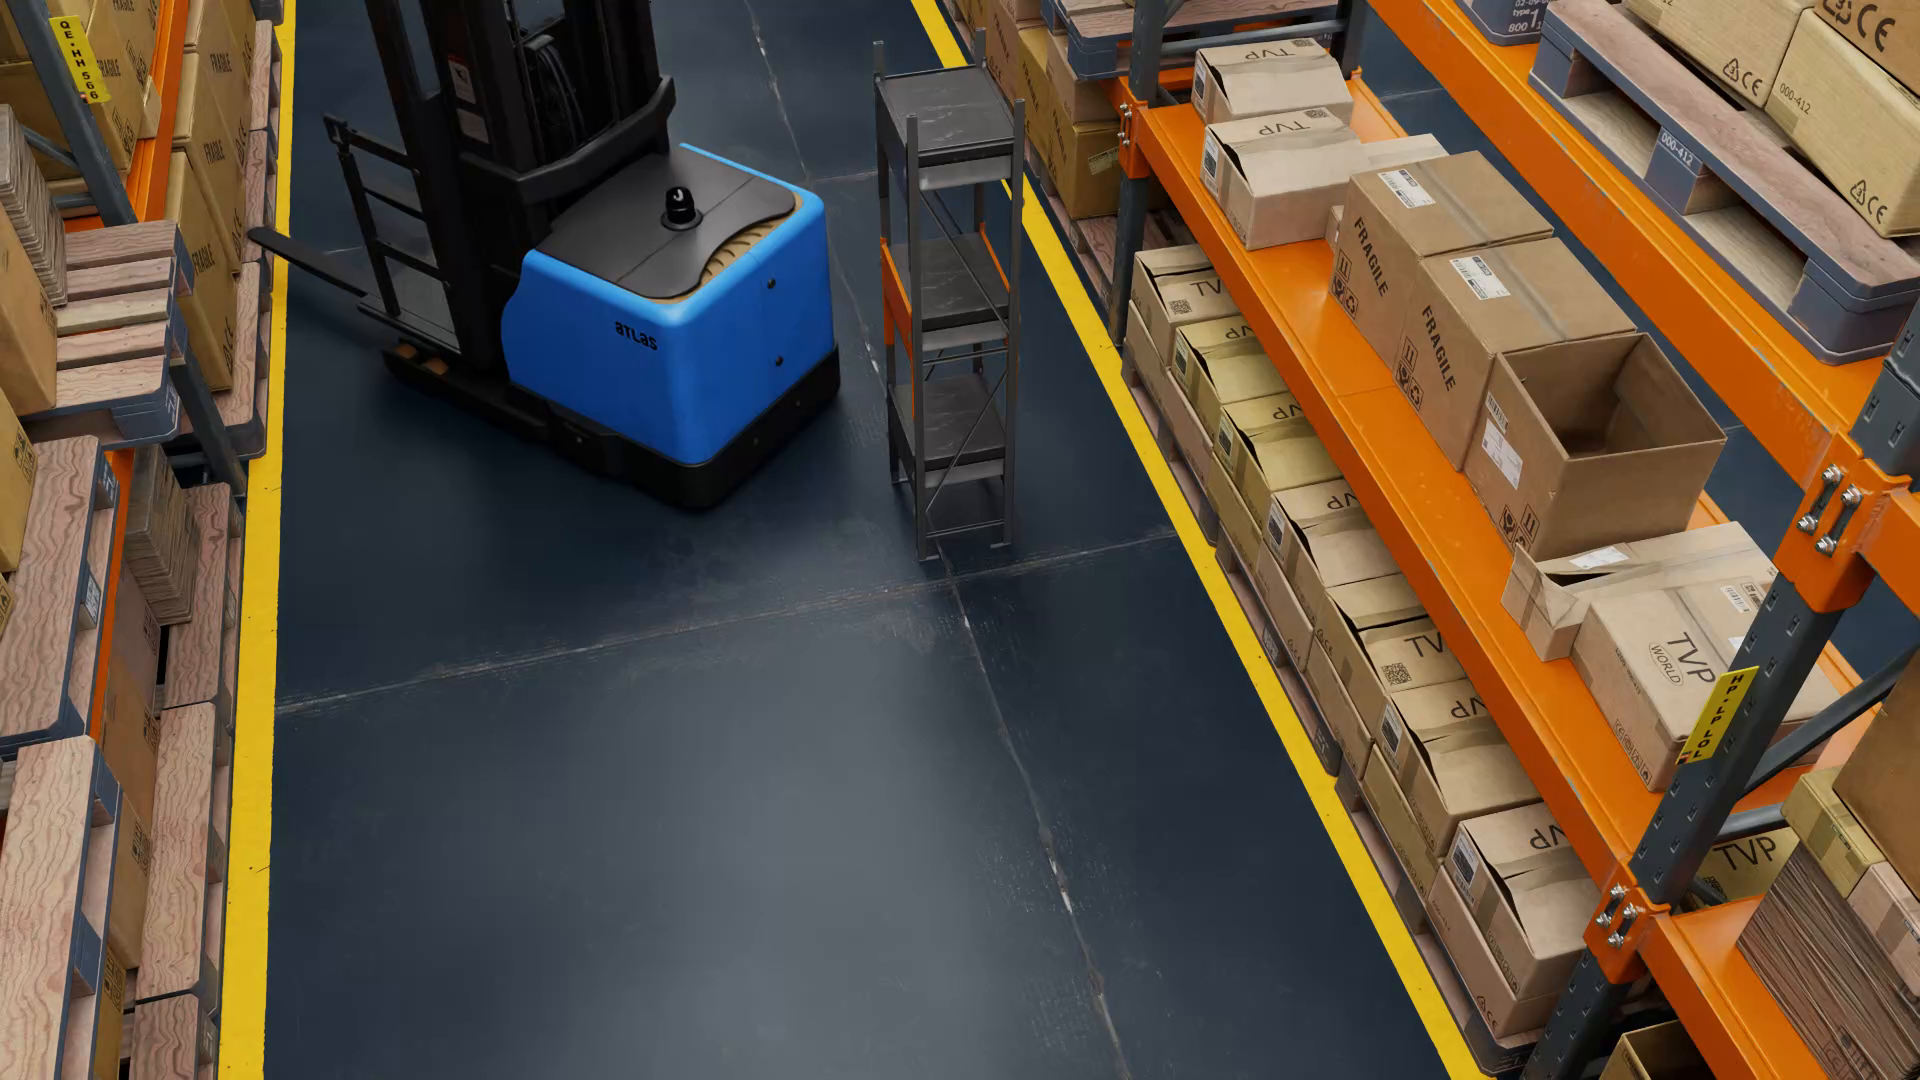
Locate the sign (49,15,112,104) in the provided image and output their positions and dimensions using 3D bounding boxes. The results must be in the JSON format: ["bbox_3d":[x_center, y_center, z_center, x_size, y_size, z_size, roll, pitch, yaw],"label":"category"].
[{"bbox_3d":[-3.058,-1.666,5.778,0.100,0.325,0.005,-11,47,-10],"label":"sign"}]

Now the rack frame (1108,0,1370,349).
[{"bbox_3d":[1.208,-2.091,6.949,1.000,3.000,0.127,-11,47,-10],"label":"rack frame"}]

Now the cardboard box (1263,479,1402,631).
[{"bbox_3d":[1.461,0.012,6.127,0.500,0.311,0.500,-11,47,-11],"label":"cardboard box"}]

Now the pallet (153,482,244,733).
[{"bbox_3d":[-3.381,0.333,6.526,1.003,0.211,1.213,-11,47,-10],"label":"pallet"}]

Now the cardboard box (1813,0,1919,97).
[{"bbox_3d":[2.112,-1.169,3.232,0.500,0.500,0.500,-10,46,-10],"label":"cardboard box"}]

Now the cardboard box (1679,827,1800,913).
[{"bbox_3d":[2.367,0.959,5.199,0.500,0.311,0.500,-11,47,-10],"label":"cardboard box"}]

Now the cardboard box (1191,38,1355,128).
[{"bbox_3d":[1.259,-1.800,6.727,0.500,0.311,0.500,-8,46,-8],"label":"cardboard box"}]

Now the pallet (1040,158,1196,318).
[{"bbox_3d":[1.053,-1.637,8.457,1.003,0.211,1.213,-11,47,-10],"label":"pallet"}]

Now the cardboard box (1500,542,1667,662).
[{"bbox_3d":[1.829,0.145,4.853,0.396,0.266,0.258,-12,47,-11],"label":"cardboard box"}]

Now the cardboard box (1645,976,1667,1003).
[{"bbox_3d":[2.368,1.163,5.392,0.500,0.250,0.500,-12,47,-11],"label":"cardboard box"}]

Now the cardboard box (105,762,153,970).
[{"bbox_3d":[-3.033,1.088,5.277,0.700,0.500,0.500,-10,46,-10],"label":"cardboard box"}]

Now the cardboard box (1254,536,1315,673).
[{"bbox_3d":[1.457,0.199,6.337,0.500,0.250,0.500,-10,46,-10],"label":"cardboard box"}]

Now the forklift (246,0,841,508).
[{"bbox_3d":[-2.059,-1.988,6.896,3.031,2.935,1.130,25,51,23],"label":"forklift"}]

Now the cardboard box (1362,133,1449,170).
[{"bbox_3d":[1.705,-1.432,6.480,0.380,0.149,0.250,-11,47,-10],"label":"cardboard box"}]

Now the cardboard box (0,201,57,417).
[{"bbox_3d":[-3.281,-0.668,5.177,0.700,0.500,0.500,-15,47,-14],"label":"cardboard box"}]

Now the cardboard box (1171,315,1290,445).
[{"bbox_3d":[1.200,-0.695,6.820,0.500,0.311,0.500,-12,47,-11],"label":"cardboard box"}]

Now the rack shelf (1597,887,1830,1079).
[{"bbox_3d":[2.744,2.304,3.147,1.077,0.370,4.000,-11,47,-10],"label":"rack shelf"}]

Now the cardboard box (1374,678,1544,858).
[{"bbox_3d":[1.712,0.705,5.448,0.500,0.311,0.500,-10,46,-9],"label":"cardboard box"}]

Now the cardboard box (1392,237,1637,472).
[{"bbox_3d":[1.788,-0.607,5.425,0.500,0.500,0.500,-11,47,-10],"label":"cardboard box"}]

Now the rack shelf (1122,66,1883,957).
[{"bbox_3d":[1.720,-0.458,5.853,1.077,0.370,4.000,-11,47,-10],"label":"rack shelf"}]

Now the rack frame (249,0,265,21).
[{"bbox_3d":[-4.604,-3.944,8.766,1.000,3.000,0.127,-11,47,-10],"label":"rack frame"}]

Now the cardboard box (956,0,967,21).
[{"bbox_3d":[0.219,-3.387,9.662,0.500,0.500,0.500,-10,46,-10],"label":"cardboard box"}]

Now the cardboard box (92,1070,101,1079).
[{"bbox_3d":[-2.761,1.795,4.584,0.700,0.500,0.500,-9,46,-9],"label":"cardboard box"}]

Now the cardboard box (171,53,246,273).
[{"bbox_3d":[-3.860,-1.715,7.792,0.750,0.750,0.750,-11,47,-11],"label":"cardboard box"}]

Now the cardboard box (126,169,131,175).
[{"bbox_3d":[-3.496,-1.547,6.578,0.380,0.149,0.250,-10,46,-10],"label":"cardboard box"}]

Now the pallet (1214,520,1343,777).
[{"bbox_3d":[1.689,0.301,6.557,1.003,0.211,1.213,-11,47,-10],"label":"pallet"}]

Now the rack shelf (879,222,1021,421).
[{"bbox_3d":[-0.042,-0.840,6.373,0.431,0.518,0.480,-11,47,-10],"label":"rack shelf"}]

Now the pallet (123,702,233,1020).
[{"bbox_3d":[-3.073,1.174,5.702,1.003,0.211,1.213,-11,47,-10],"label":"pallet"}]

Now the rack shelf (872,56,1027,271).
[{"bbox_3d":[-0.042,-1.330,5.873,0.431,0.518,0.480,-11,47,-10],"label":"rack shelf"}]

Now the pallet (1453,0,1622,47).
[{"bbox_3d":[1.757,-1.851,4.746,1.003,0.211,1.213,-9,46,-8],"label":"pallet"}]

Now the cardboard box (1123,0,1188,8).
[{"bbox_3d":[0.937,-2.687,7.170,0.700,0.500,0.500,-26,51,-23],"label":"cardboard box"}]

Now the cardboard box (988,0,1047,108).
[{"bbox_3d":[0.469,-2.691,8.980,0.500,0.500,0.500,-12,47,-12],"label":"cardboard box"}]

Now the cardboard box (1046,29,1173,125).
[{"bbox_3d":[0.723,-2.273,8.045,0.500,0.250,0.500,-9,46,-9],"label":"cardboard box"}]

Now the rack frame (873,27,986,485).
[{"bbox_3d":[-0.105,-1.018,6.528,0.400,2.100,0.015,-11,47,-10],"label":"rack frame"}]

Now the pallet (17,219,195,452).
[{"bbox_3d":[-3.295,-0.643,5.665,1.213,0.211,1.003,-11,47,-10],"label":"pallet"}]

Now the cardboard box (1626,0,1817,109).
[{"bbox_3d":[1.940,-1.279,3.865,0.500,0.250,0.500,-15,47,-14],"label":"cardboard box"}]

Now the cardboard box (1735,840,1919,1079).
[{"bbox_3d":[2.351,0.941,3.908,0.700,0.500,0.500,-12,47,-11],"label":"cardboard box"}]

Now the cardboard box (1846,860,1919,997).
[{"bbox_3d":[2.178,0.803,3.589,0.380,0.149,0.250,-10,46,-10],"label":"cardboard box"}]

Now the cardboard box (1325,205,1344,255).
[{"bbox_3d":[1.589,-1.133,6.186,0.380,0.149,0.250,-8,46,-7],"label":"cardboard box"}]

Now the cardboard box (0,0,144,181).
[{"bbox_3d":[-3.457,-1.711,6.285,0.500,0.500,0.500,-9,46,-9],"label":"cardboard box"}]

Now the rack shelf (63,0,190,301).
[{"bbox_3d":[-4.092,-2.311,7.669,1.077,0.370,4.000,-11,47,-10],"label":"rack shelf"}]

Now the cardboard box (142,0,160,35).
[{"bbox_3d":[-3.708,-2.417,6.977,0.500,0.500,0.500,-11,47,-10],"label":"cardboard box"}]

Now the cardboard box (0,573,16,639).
[{"bbox_3d":[-2.988,0.197,4.330,0.700,0.500,0.500,-5,46,-5],"label":"cardboard box"}]

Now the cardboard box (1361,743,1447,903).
[{"bbox_3d":[1.717,0.903,5.646,0.500,0.250,0.500,-11,47,-11],"label":"cardboard box"}]

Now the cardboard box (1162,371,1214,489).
[{"bbox_3d":[1.187,-0.513,7.035,0.500,0.250,0.500,-12,47,-11],"label":"cardboard box"}]

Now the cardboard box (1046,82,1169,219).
[{"bbox_3d":[0.741,-1.973,8.276,0.500,0.500,0.500,-9,46,-9],"label":"cardboard box"}]

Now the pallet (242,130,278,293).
[{"bbox_3d":[-4.018,-1.605,8.426,1.003,0.211,1.213,-11,47,-10],"label":"pallet"}]

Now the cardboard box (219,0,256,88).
[{"bbox_3d":[-4.312,-2.914,8.967,0.750,0.750,0.750,-10,46,-10],"label":"cardboard box"}]

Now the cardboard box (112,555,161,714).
[{"bbox_3d":[-3.326,0.403,5.948,0.700,0.500,0.500,-11,47,-10],"label":"cardboard box"}]

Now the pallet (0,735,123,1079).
[{"bbox_3d":[-2.611,1.092,3.965,1.003,0.211,1.213,-11,47,-10],"label":"pallet"}]

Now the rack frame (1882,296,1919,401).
[{"bbox_3d":[2.232,-1.429,2.100,1.000,3.000,0.127,-11,47,-10],"label":"rack frame"}]

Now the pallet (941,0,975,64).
[{"bbox_3d":[0.428,-3.322,10.108,1.003,0.211,1.213,-11,47,-10],"label":"pallet"}]

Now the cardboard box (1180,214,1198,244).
[{"bbox_3d":[1.367,-1.736,8.044,0.500,0.500,0.500,-9,46,-9],"label":"cardboard box"}]

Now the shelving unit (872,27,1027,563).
[{"bbox_3d":[-0.042,-0.849,6.363,0.431,2.100,0.503,-11,47,-10],"label":"shelving unit"}]
